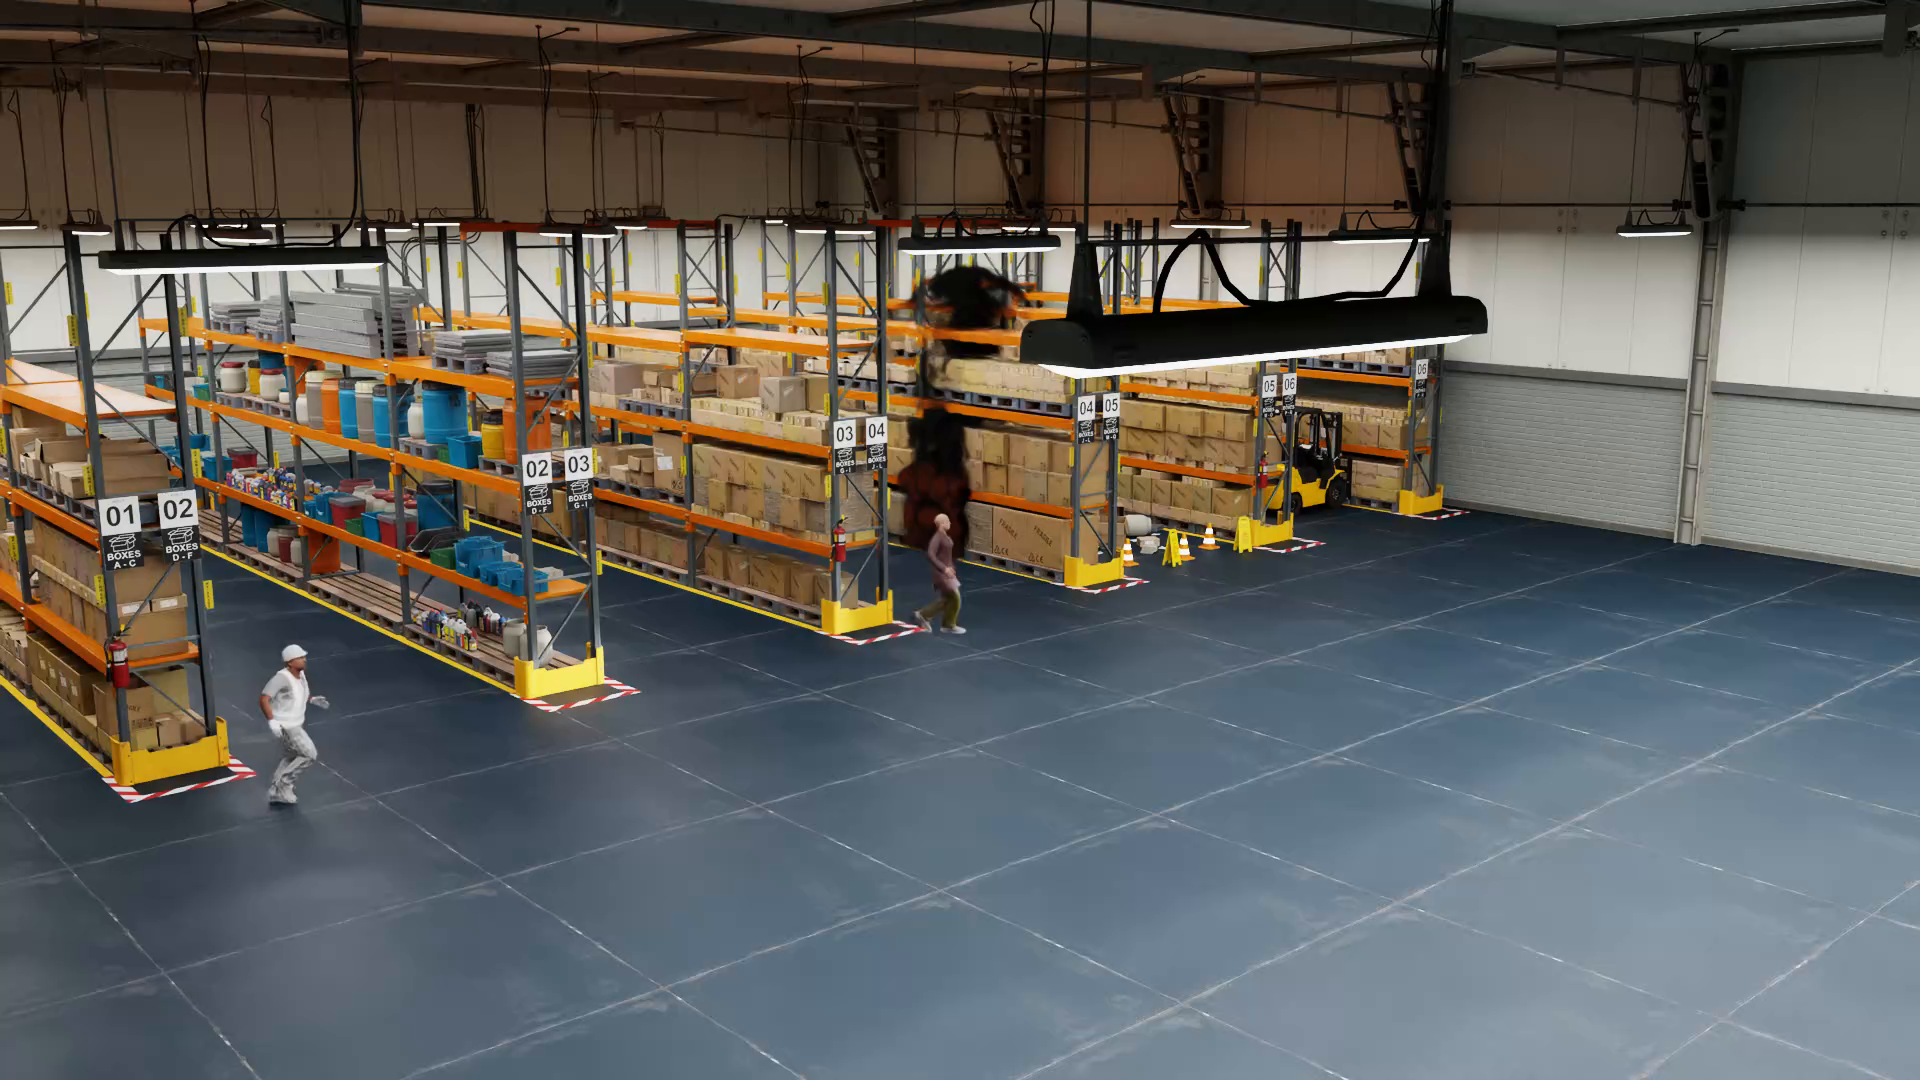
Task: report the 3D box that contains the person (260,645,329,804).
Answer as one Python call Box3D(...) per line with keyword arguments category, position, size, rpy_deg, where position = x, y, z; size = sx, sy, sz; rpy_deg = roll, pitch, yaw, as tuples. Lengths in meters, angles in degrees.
Box3D(category="person", position=(-7.123, 1.960, 17.800), size=(0.677, 1.727, 0.704), rpy_deg=(-1, 12, -7))

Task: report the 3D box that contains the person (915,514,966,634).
Box3D(category="person", position=(-0.287, 0.488, 23.715), size=(0.747, 1.745, 0.727), rpy_deg=(1, 11, 5))

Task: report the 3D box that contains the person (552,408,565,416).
Box3D(category="person", position=(-9.544, -2.425, 39.538), size=(0.736, 1.771, 0.618), rpy_deg=(2, 12, 11))
